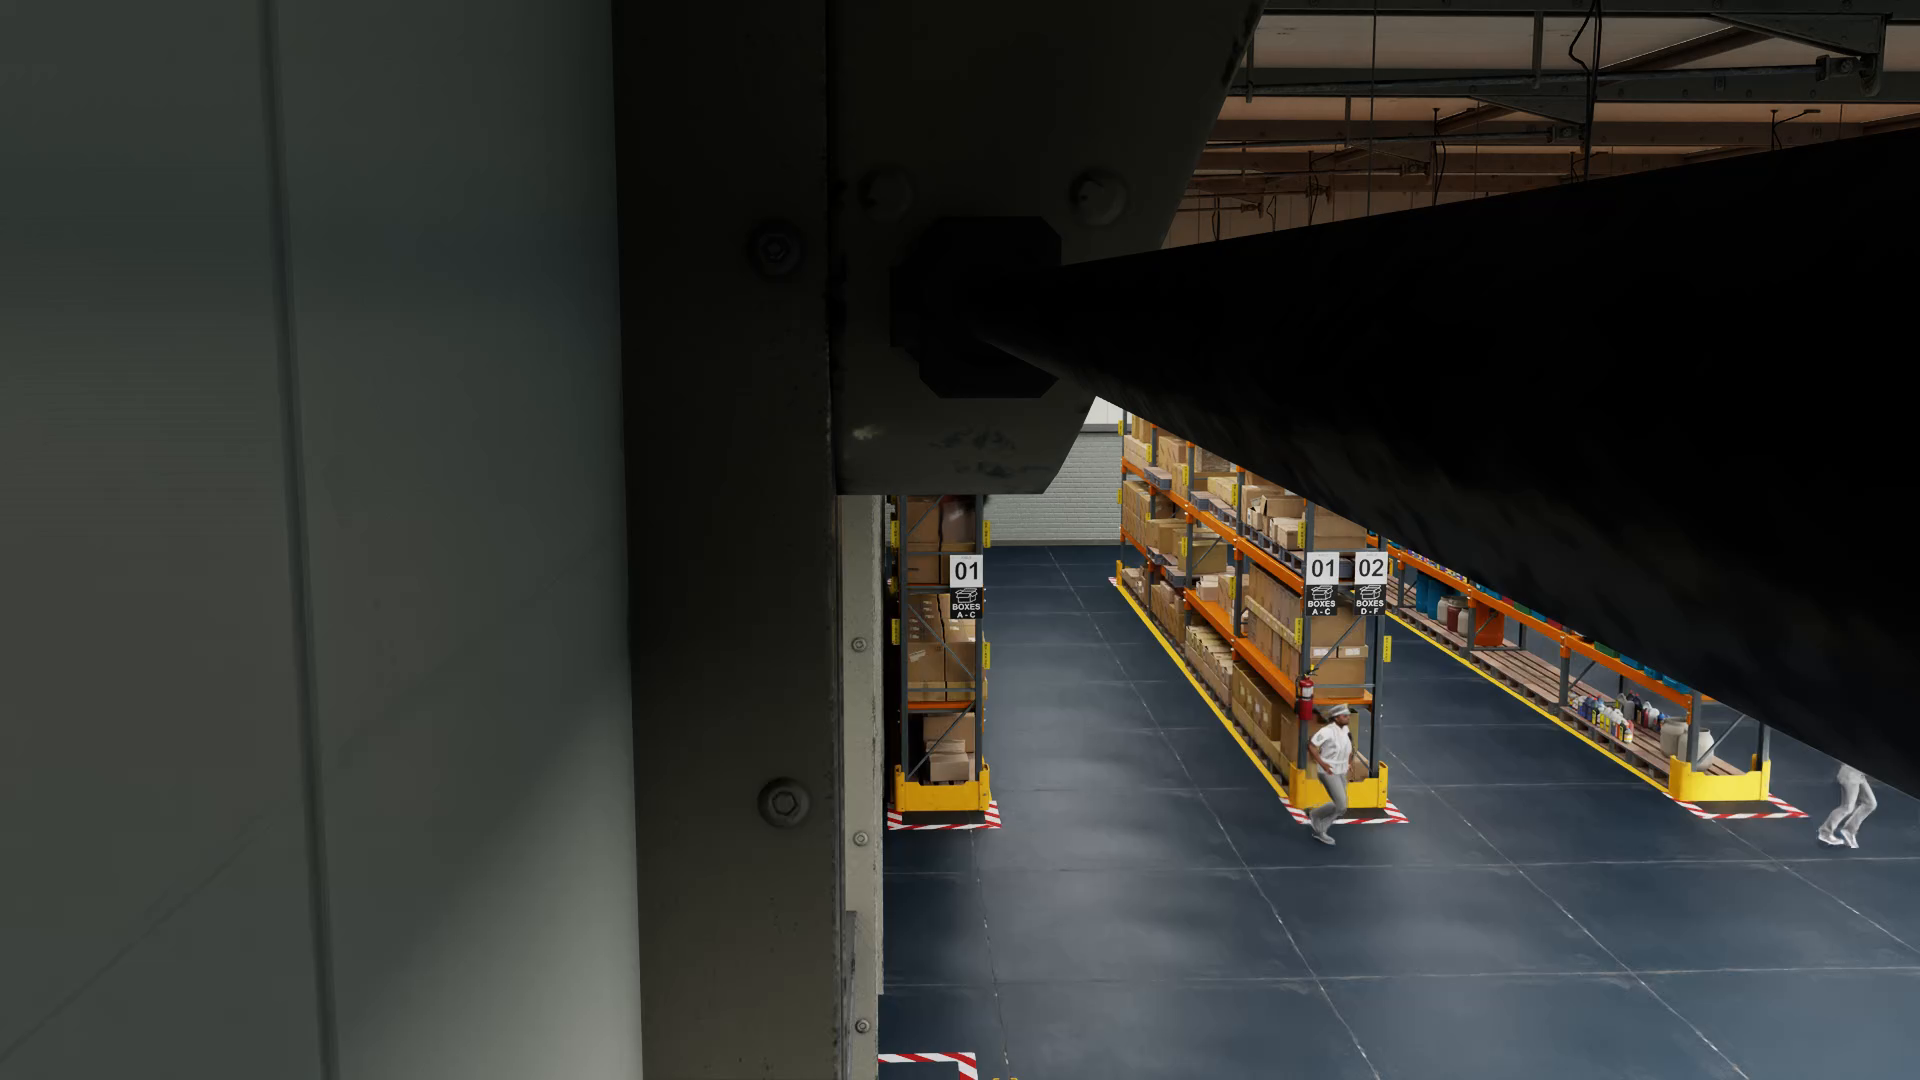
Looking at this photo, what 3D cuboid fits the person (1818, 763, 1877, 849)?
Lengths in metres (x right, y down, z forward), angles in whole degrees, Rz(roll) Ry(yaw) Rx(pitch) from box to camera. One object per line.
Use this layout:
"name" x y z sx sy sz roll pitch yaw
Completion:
"person" 10.244 2.766 19.027 0.669 1.626 0.561 5 10 32

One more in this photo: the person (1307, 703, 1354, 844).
"person" 4.355 2.697 19.270 0.596 1.655 0.500 -7 11 -41
